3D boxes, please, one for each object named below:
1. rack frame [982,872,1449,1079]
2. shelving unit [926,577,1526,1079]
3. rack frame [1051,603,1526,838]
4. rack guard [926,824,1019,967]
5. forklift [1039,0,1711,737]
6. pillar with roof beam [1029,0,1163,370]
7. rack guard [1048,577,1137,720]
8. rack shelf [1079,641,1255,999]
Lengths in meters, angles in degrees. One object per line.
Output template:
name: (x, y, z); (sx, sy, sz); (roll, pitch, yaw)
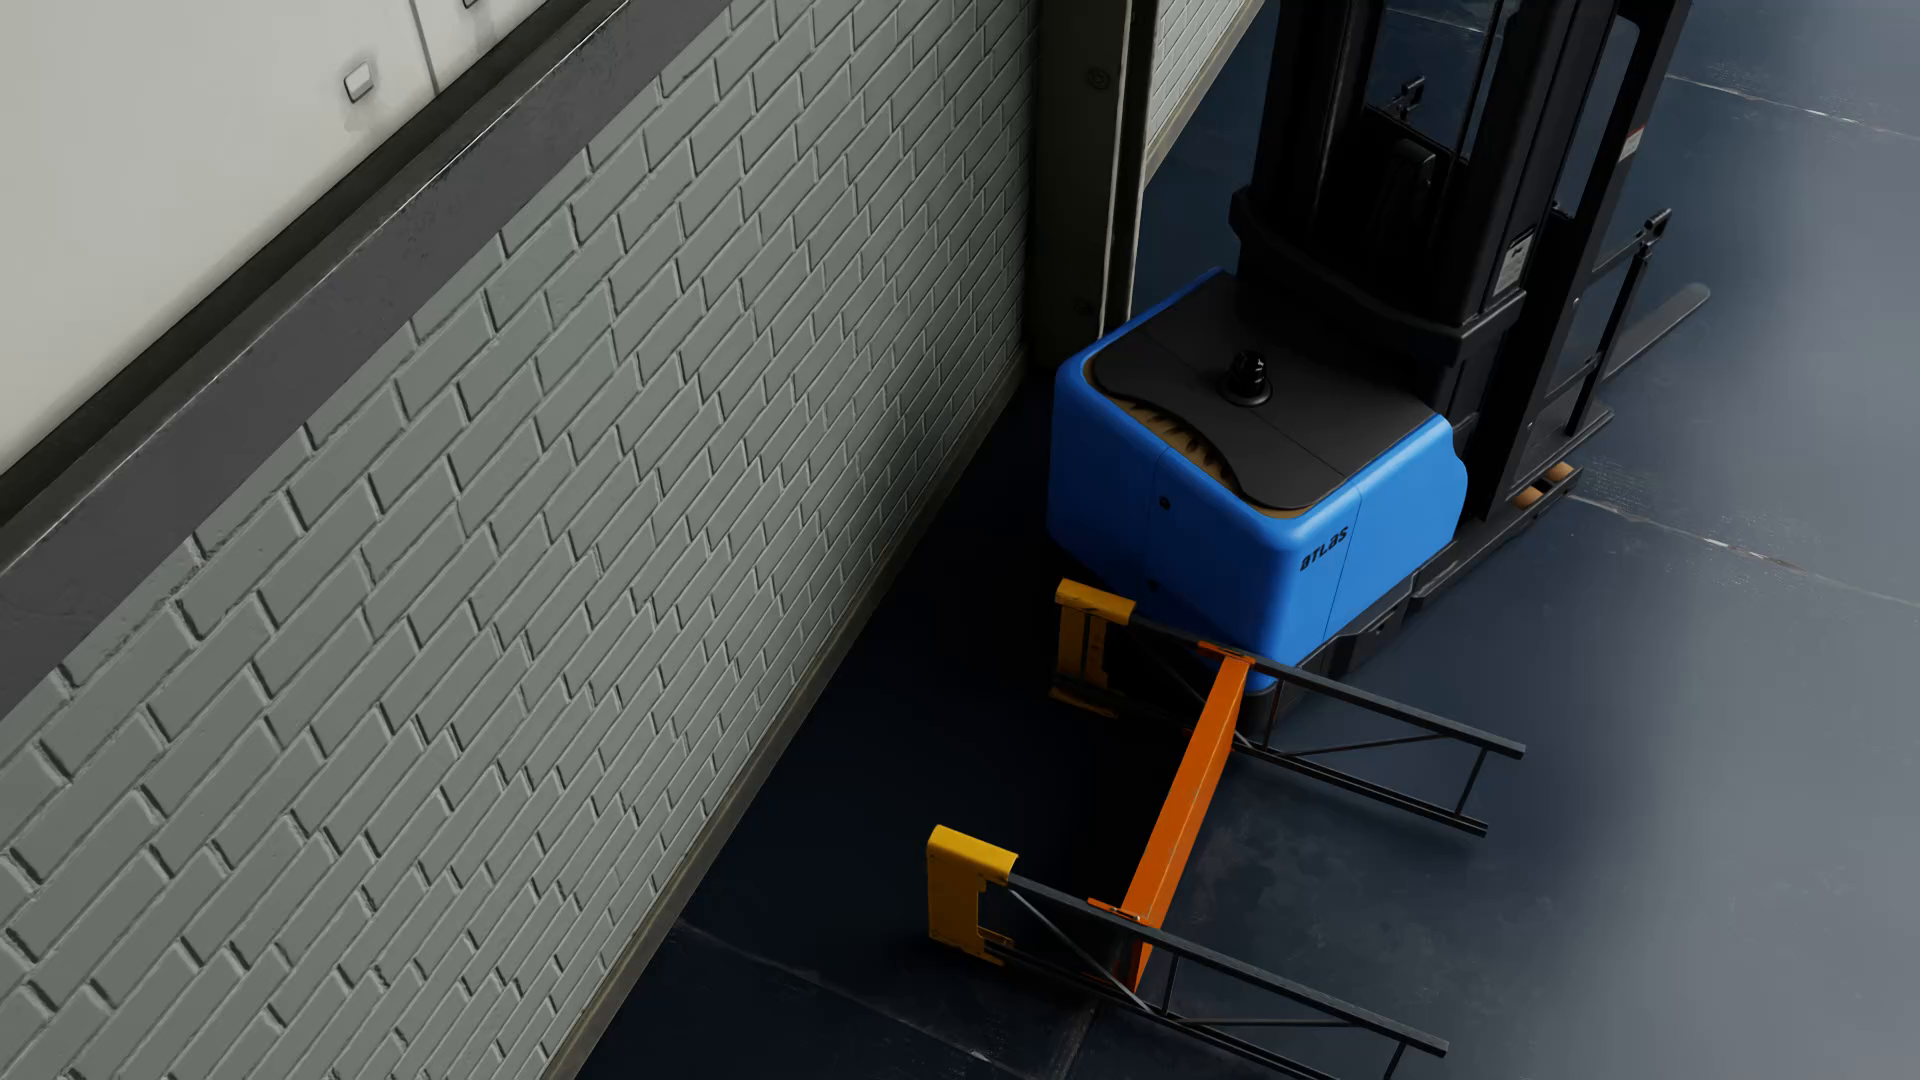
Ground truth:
rack frame: (0.600, 1.268, 4.768); (1.500, 0.500, 0.032); (18, 52, 15)
shelving unit: (0.807, 0.907, 5.075); (1.500, 0.587, 1.083); (18, 52, 15)
rack frame: (1.007, 0.559, 5.372); (1.500, 0.500, 0.032); (18, 52, 15)
rack guard: (0.035, 1.064, 4.942); (0.250, 0.587, 0.087); (18, 52, 15)
forklift: (1.731, -1.267, 5.403); (3.031, 2.935, 1.130); (-34, 57, -25)
pillar with roof beam: (4.388, -2.351, 2.342); (9.100, 9.000, 0.400); (20, 52, 16)
rack guard: (0.434, 0.369, 5.533); (0.250, 0.587, 0.087); (18, 52, 15)
rack shelf: (0.639, 0.859, 5.117); (0.185, 0.538, 1.000); (18, 52, 15)
